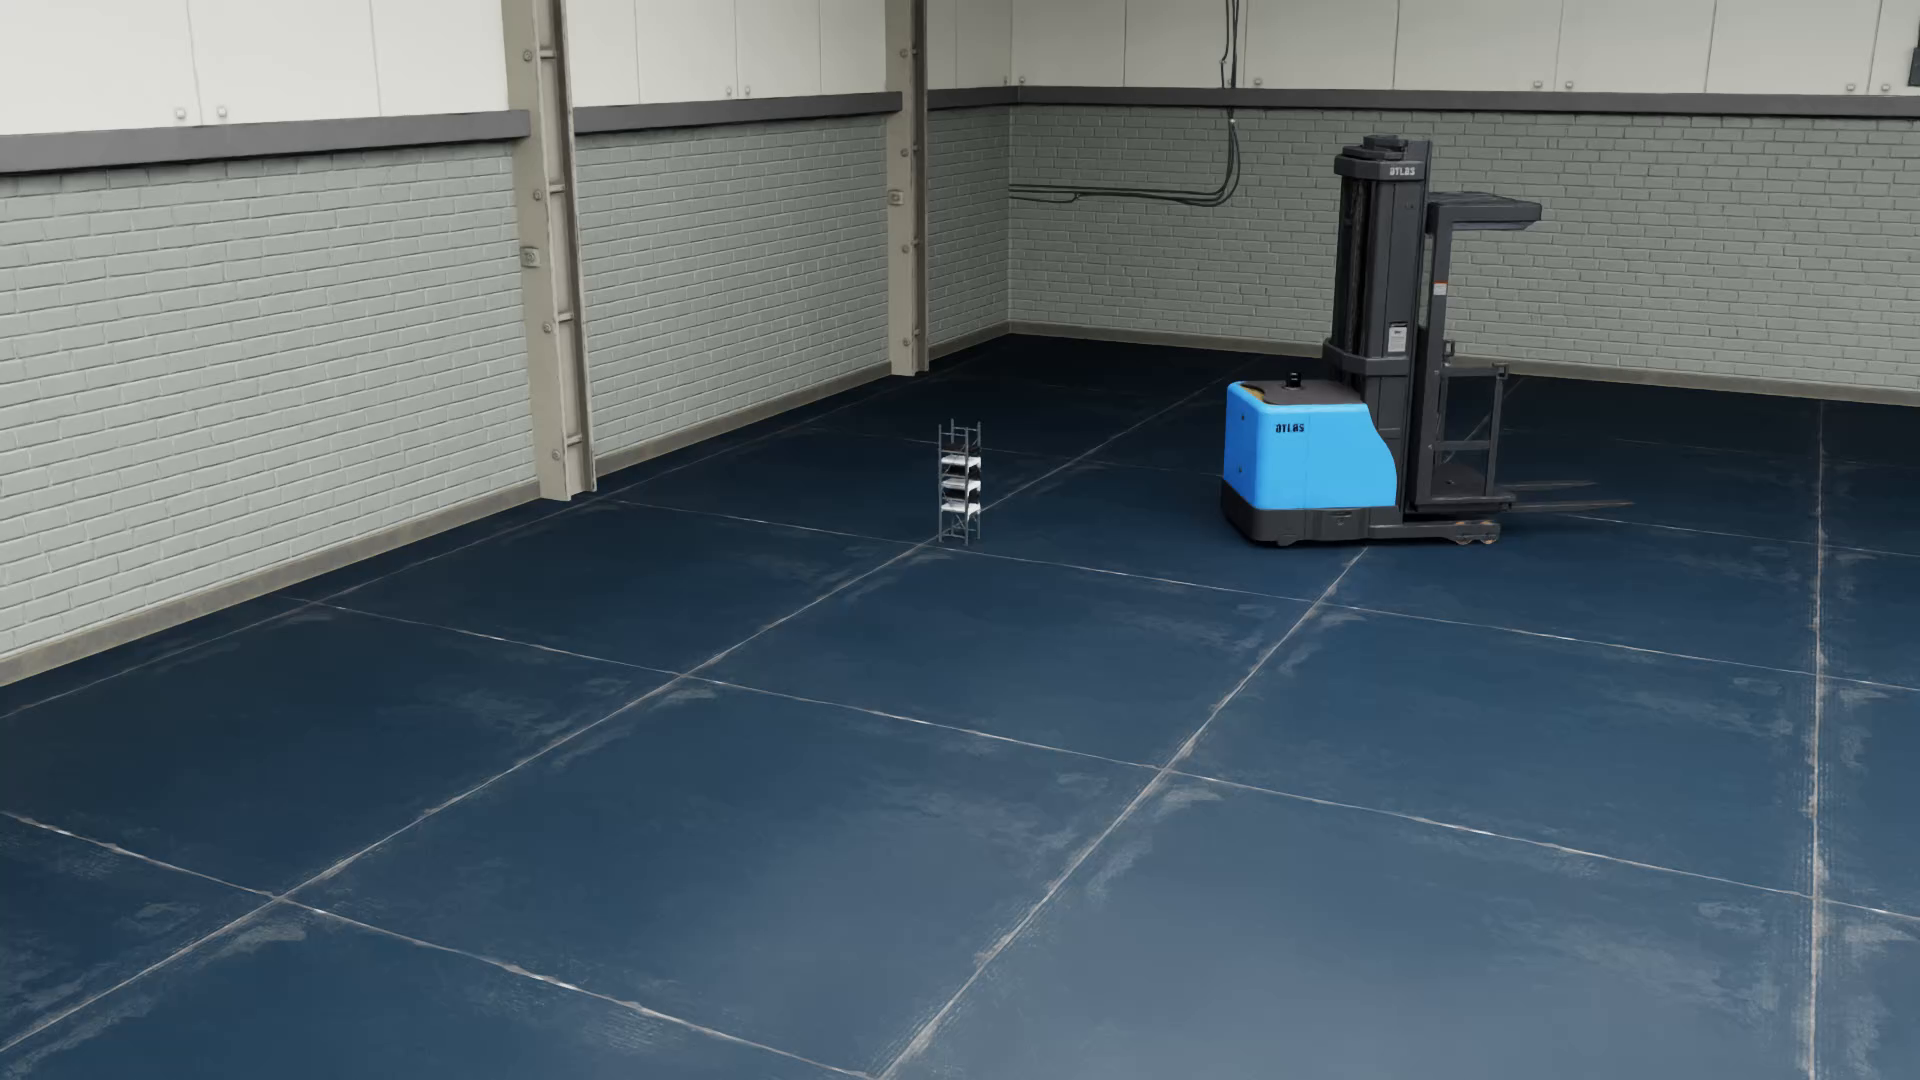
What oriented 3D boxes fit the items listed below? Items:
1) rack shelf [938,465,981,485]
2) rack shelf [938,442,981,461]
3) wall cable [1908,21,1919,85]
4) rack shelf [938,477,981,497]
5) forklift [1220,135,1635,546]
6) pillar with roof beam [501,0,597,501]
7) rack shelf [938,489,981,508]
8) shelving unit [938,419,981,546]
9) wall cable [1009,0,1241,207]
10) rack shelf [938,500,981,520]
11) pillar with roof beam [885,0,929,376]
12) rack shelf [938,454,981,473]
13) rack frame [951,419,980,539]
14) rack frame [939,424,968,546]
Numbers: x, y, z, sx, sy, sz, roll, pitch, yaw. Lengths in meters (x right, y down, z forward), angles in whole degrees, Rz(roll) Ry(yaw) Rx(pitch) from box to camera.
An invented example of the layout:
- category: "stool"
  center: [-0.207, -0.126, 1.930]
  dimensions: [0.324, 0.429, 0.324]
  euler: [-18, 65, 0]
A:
- category: "rack shelf"
  center: [-0.004, -0.484, 12.373]
  dimensions: [0.258, 0.077, 0.200]
  euler: [8, 18, 25]
- category: "rack shelf"
  center: [-0.004, -0.656, 12.322]
  dimensions: [0.258, 0.077, 0.200]
  euler: [8, 18, 25]
- category: "wall cable"
  center: [10.405, -7.229, 15.084]
  dimensions: [2.305, 6.003, 0.169]
  euler: [8, 18, 25]
- category: "rack shelf"
  center: [-0.004, -0.397, 12.399]
  dimensions: [0.258, 0.077, 0.200]
  euler: [8, 18, 25]
- category: "forklift"
  center: [3.608, -1.519, 12.490]
  dimensions: [3.031, 2.935, 1.130]
  euler: [-2, 17, -6]
- category: "pillar with roof beam"
  center: [0.590, -4.152, 10.699]
  dimensions: [9.100, 9.000, 0.400]
  euler: [8, 18, 25]
- category: "rack shelf"
  center: [-0.004, -0.311, 12.424]
  dimensions: [0.258, 0.077, 0.200]
  euler: [8, 18, 25]
- category: "shelving unit"
  center: [-0.004, -0.429, 12.389]
  dimensions: [0.258, 0.900, 0.210]
  euler: [8, 18, 25]
- category: "wall cable"
  center: [1.919, -5.322, 20.090]
  dimensions: [3.097, 2.526, 0.112]
  euler: [8, 18, 25]
- category: "rack shelf"
  center: [-0.004, -0.225, 12.450]
  dimensions: [0.258, 0.077, 0.200]
  euler: [8, 18, 25]
- category: "pillar with roof beam"
  center: [3.271, -5.680, 15.844]
  dimensions: [9.100, 9.000, 0.400]
  euler: [8, 18, 25]
- category: "rack shelf"
  center: [-0.004, -0.570, 12.348]
  dimensions: [0.258, 0.077, 0.200]
  euler: [8, 18, 25]
- category: "rack frame"
  center: [0.042, -0.455, 12.476]
  dimensions: [0.240, 0.900, 0.006]
  euler: [8, 18, 25]
- category: "rack frame"
  center: [-0.049, -0.403, 12.302]
  dimensions: [0.240, 0.900, 0.006]
  euler: [8, 18, 25]
